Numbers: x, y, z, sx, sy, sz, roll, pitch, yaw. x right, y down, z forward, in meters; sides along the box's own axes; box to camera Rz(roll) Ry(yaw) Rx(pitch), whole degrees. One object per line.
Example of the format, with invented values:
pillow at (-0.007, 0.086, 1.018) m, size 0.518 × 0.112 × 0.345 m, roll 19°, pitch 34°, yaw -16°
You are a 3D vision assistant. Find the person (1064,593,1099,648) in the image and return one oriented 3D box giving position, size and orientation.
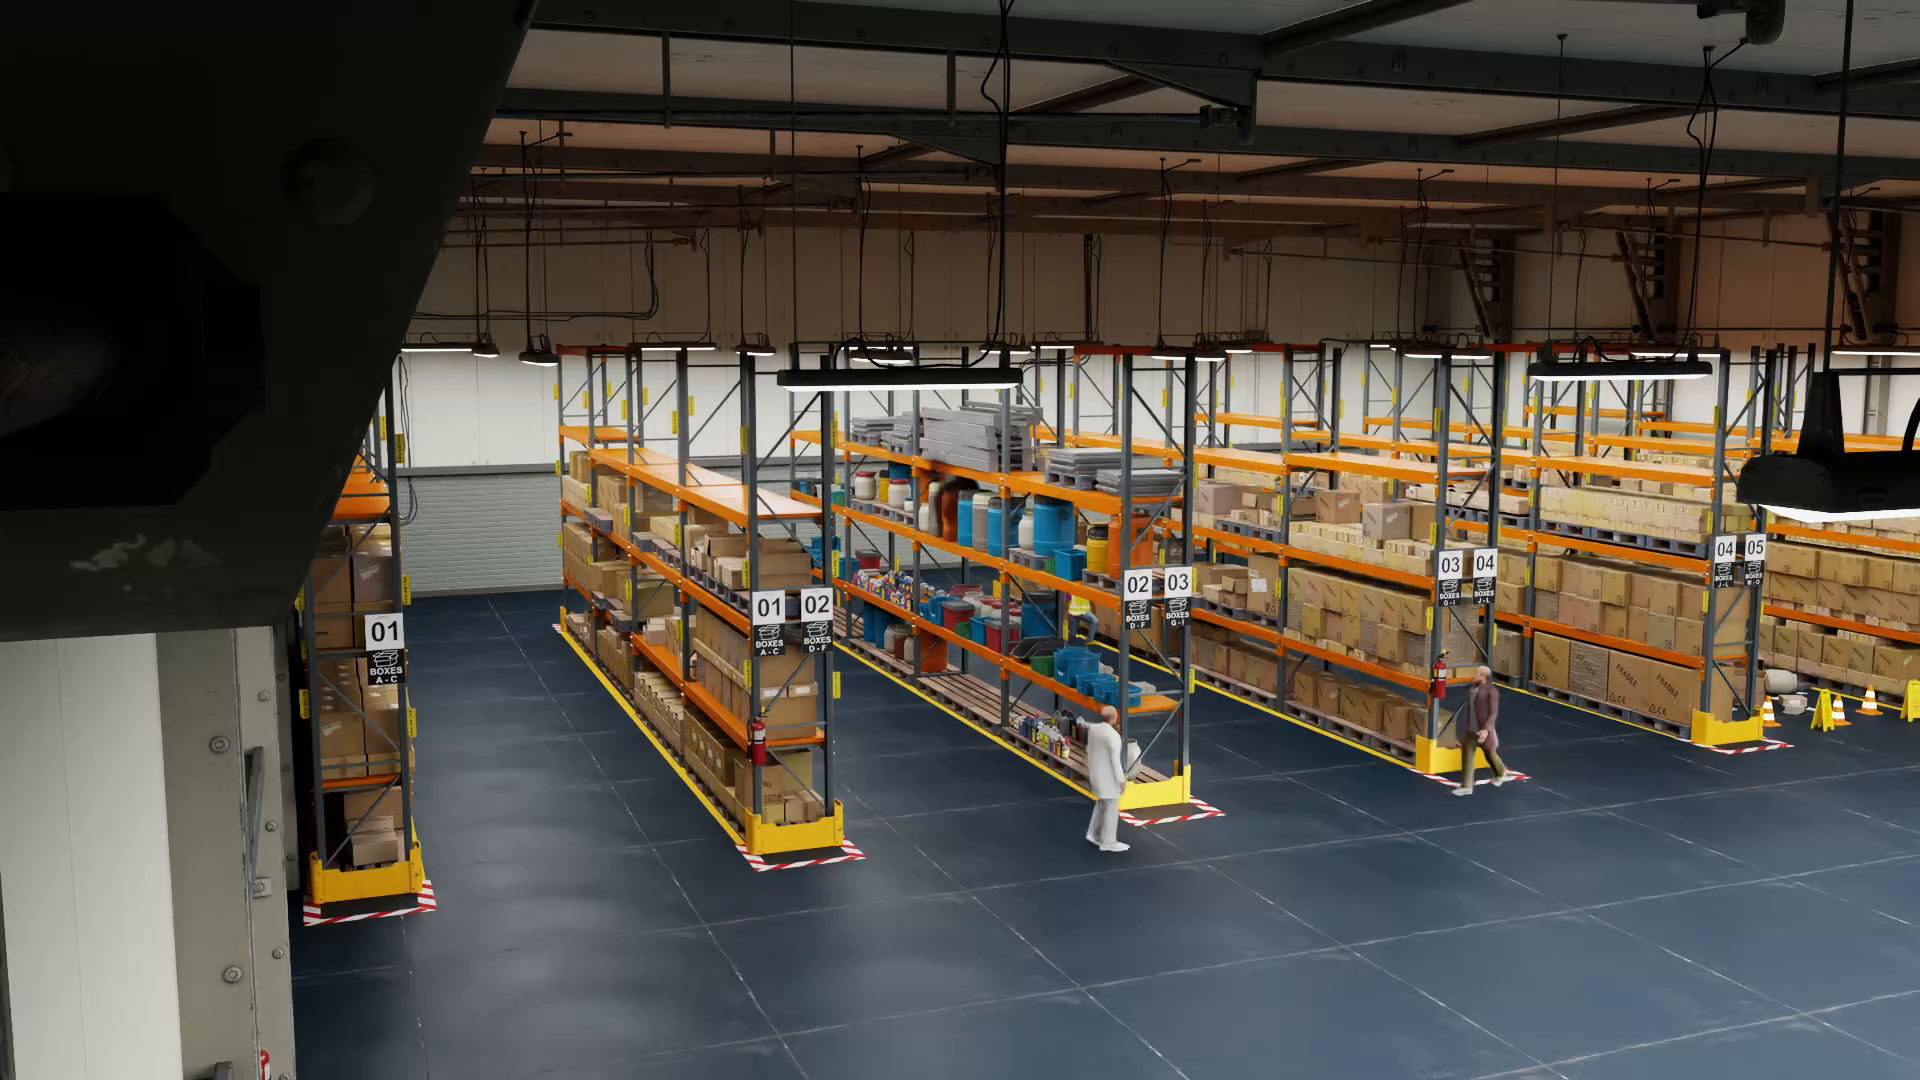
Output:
person at (2.310, 1.404, 31.895) m, size 0.701 × 1.667 × 1.022 m, roll -2°, pitch 8°, yaw -16°

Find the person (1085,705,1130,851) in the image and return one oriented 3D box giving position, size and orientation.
person at (1.799, 2.922, 20.269) m, size 0.429 × 1.848 × 0.684 m, roll -4°, pitch 8°, yaw -26°

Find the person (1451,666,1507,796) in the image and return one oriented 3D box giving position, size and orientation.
person at (7.112, 2.591, 22.699) m, size 0.519 × 1.746 × 0.997 m, roll 7°, pitch 10°, yaw 44°
